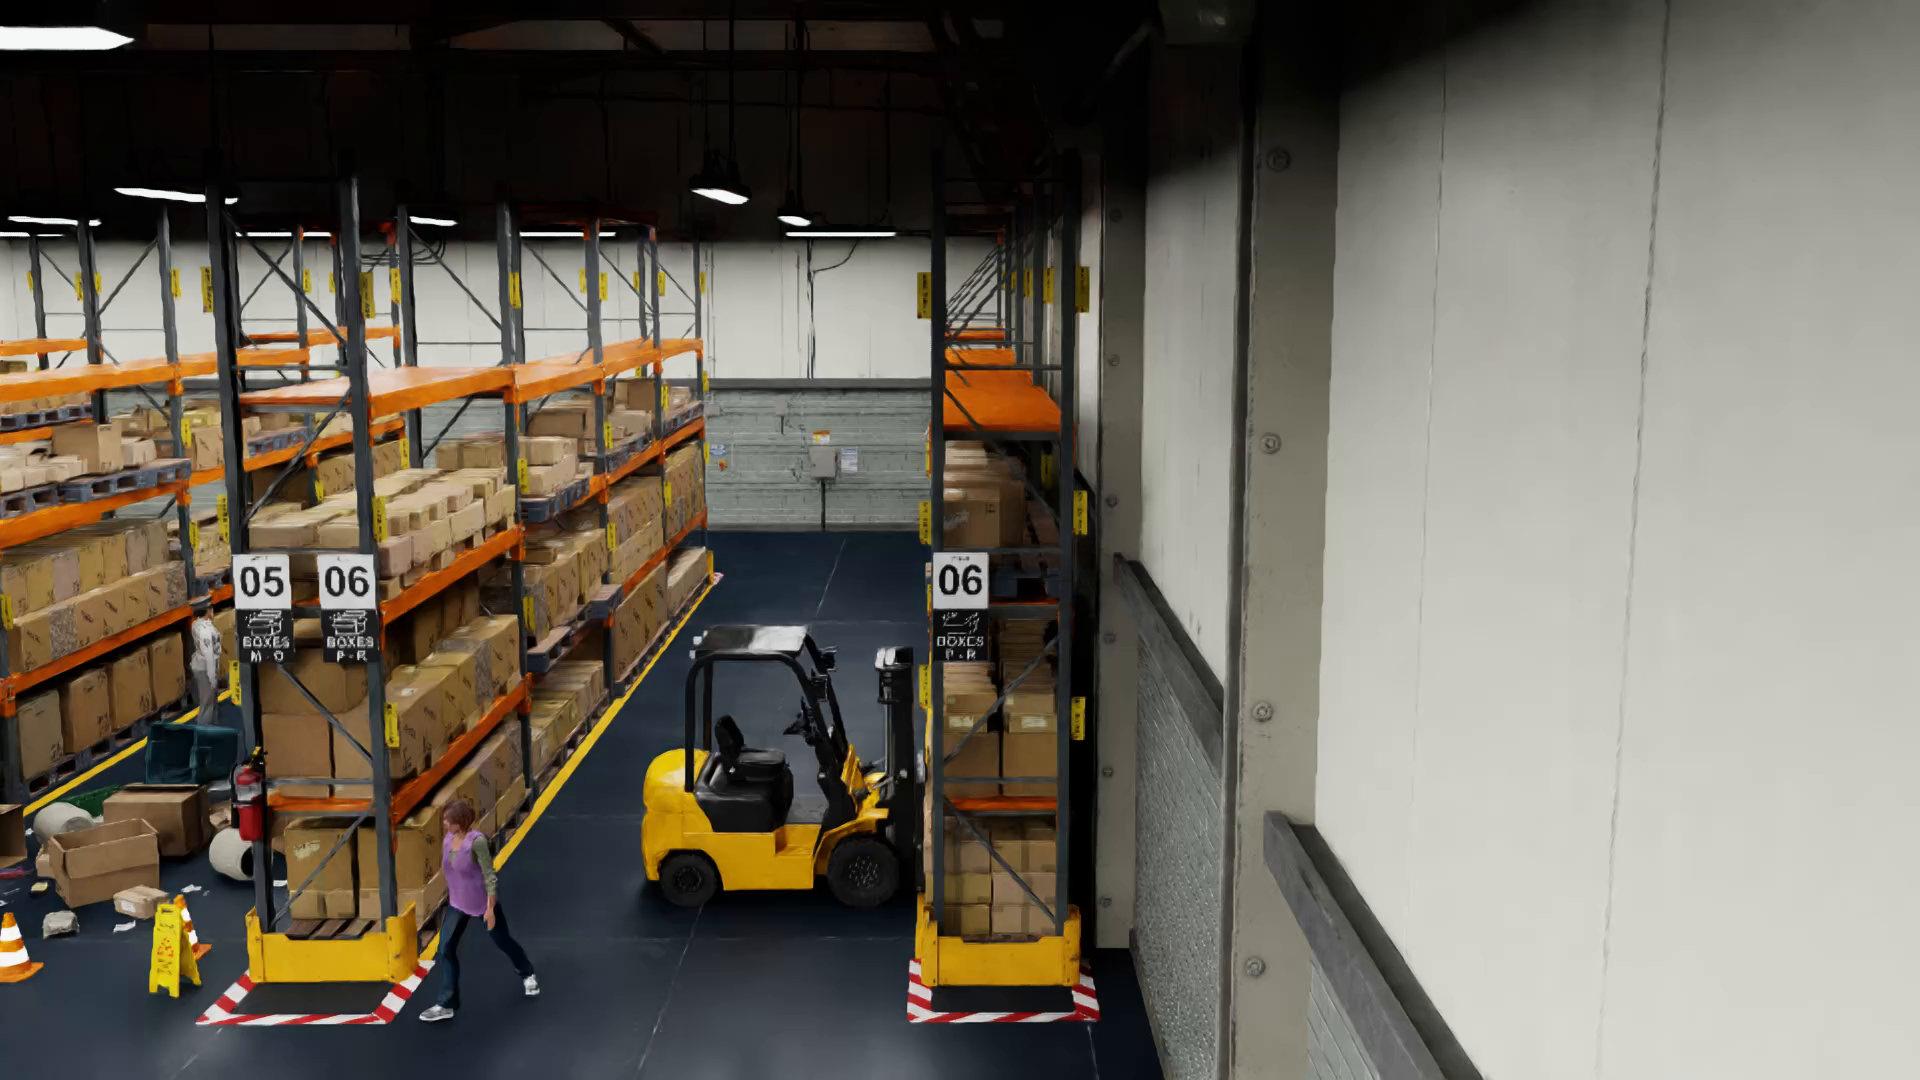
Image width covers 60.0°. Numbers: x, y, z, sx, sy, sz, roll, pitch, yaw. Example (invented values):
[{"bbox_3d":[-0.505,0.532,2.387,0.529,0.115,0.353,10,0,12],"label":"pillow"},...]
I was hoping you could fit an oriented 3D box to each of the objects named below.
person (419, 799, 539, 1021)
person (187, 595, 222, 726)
[{"bbox_3d":[-3.369,2.660,11.683,0.510,1.339,0.844,4,10,25],"label":"person"},{"bbox_3d":[-8.178,1.440,18.161,0.408,1.679,0.537,-5,11,-30],"label":"person"}]
